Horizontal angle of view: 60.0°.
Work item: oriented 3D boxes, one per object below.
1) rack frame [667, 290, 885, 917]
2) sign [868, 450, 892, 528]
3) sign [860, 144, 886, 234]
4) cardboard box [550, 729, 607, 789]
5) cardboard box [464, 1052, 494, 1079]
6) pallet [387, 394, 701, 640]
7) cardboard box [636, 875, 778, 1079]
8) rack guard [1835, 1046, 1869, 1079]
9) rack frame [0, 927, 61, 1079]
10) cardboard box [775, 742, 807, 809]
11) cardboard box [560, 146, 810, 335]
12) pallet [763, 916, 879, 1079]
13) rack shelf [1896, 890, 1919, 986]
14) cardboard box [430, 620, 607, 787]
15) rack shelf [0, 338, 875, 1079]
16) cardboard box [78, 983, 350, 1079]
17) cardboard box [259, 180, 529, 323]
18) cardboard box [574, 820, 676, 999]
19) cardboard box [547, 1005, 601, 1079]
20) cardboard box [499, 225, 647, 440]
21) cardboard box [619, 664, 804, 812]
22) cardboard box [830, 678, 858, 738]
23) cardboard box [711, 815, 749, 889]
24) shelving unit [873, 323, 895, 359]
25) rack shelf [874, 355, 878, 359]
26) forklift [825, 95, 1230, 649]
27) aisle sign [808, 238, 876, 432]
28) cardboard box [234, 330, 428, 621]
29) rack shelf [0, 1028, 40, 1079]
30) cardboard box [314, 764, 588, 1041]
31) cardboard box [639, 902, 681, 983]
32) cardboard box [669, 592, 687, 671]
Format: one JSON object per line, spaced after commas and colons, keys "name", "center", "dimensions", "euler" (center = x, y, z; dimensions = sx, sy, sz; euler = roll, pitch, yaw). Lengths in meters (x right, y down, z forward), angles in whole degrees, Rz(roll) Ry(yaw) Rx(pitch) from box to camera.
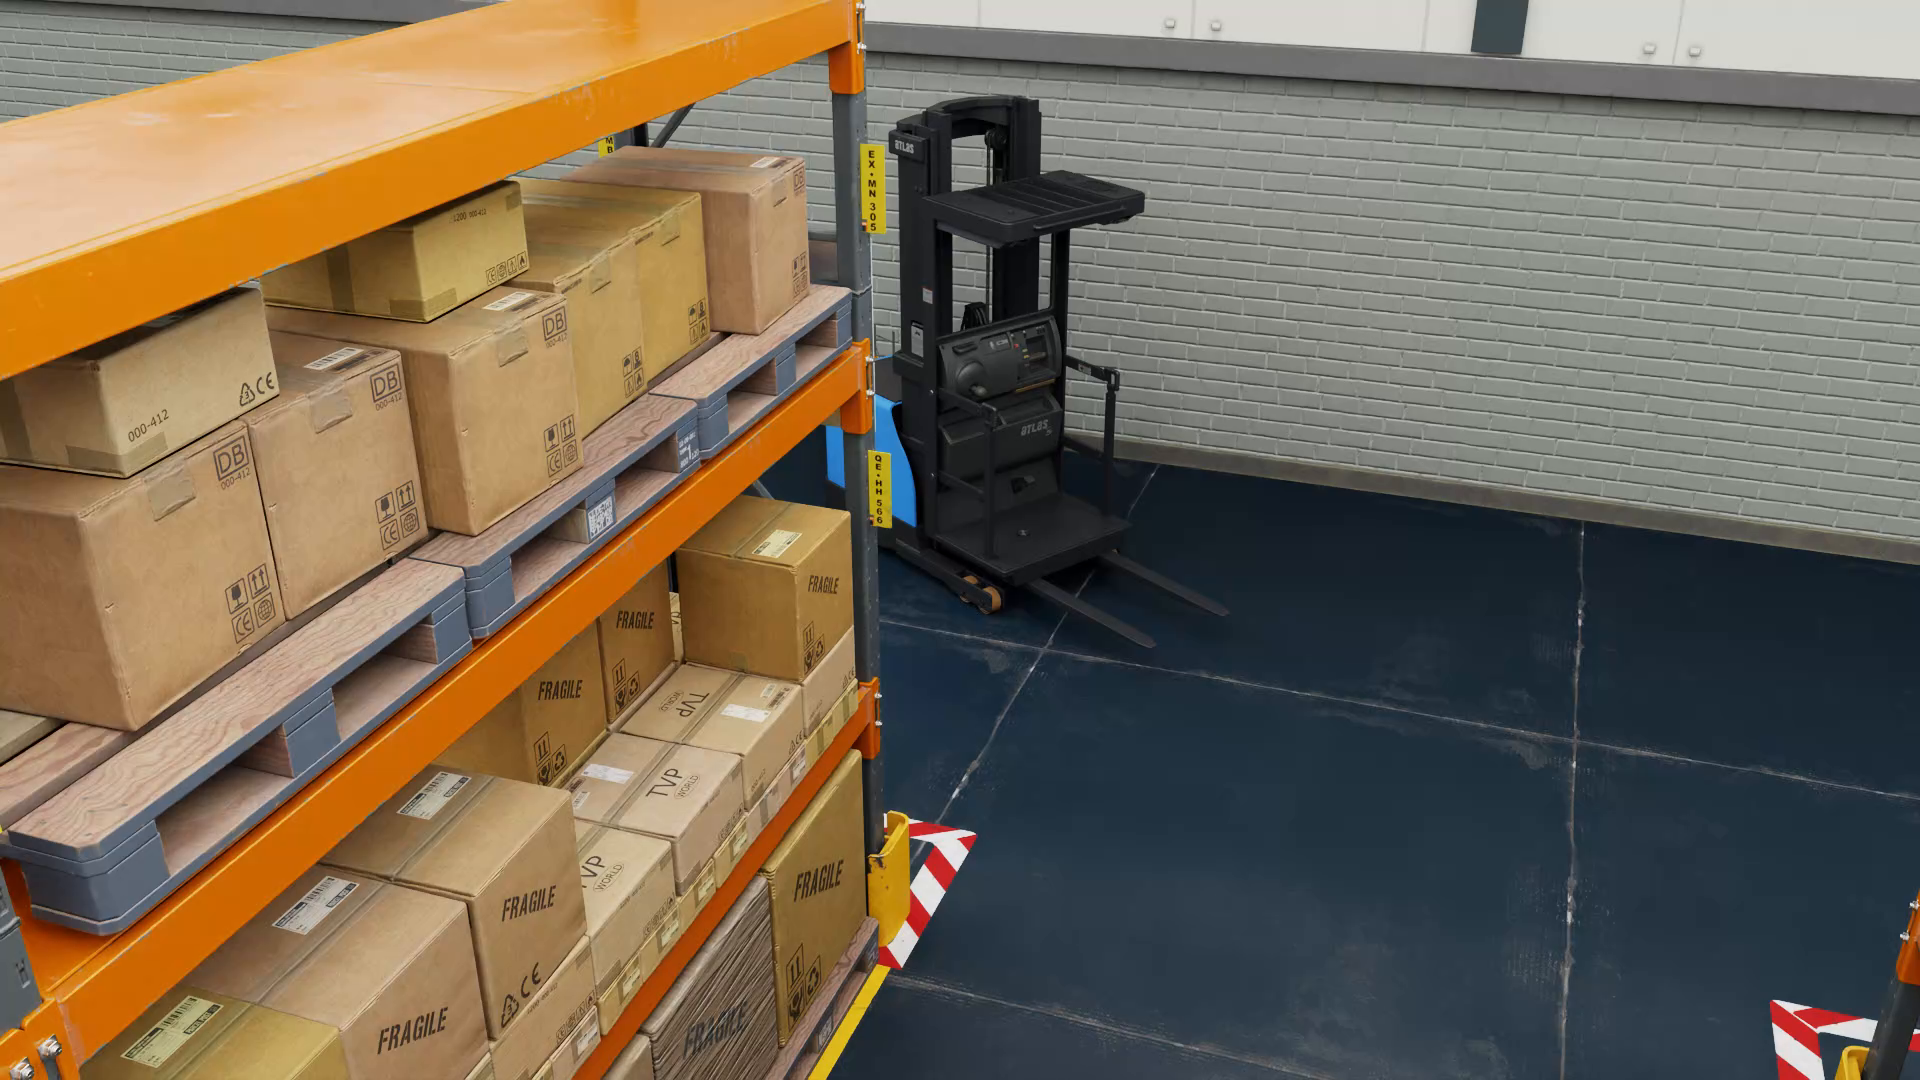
{"name": "rack frame", "center": [-0.828, 0.343, 7.100], "dimensions": [1.000, 3.000, 0.127], "euler": [9, 27, 17]}
{"name": "sign", "center": [-0.321, -0.201, 6.622], "dimensions": [0.100, 0.325, 0.005], "euler": [9, 27, 17]}
{"name": "sign", "center": [-0.321, -1.286, 6.096], "dimensions": [0.100, 0.325, 0.005], "euler": [9, 27, 17]}
{"name": "cardboard box", "center": [-1.580, 0.855, 5.873], "dimensions": [0.500, 0.250, 0.500], "euler": [8, 27, 16]}
{"name": "cardboard box", "center": [-1.586, 1.561, 4.414], "dimensions": [0.500, 0.250, 0.500], "euler": [9, 27, 17]}
{"name": "pallet", "center": [-1.470, -0.158, 4.794], "dimensions": [1.003, 0.211, 1.213], "euler": [9, 27, 17]}
{"name": "cardboard box", "center": [-1.269, 1.759, 6.132], "dimensions": [0.875, 0.875, 0.875], "euler": [9, 27, 17]}
{"name": "rack guard", "center": [3.790, 2.260, 6.009], "dimensions": [1.175, 0.500, 0.348], "euler": [9, 27, 17]}
{"name": "rack frame", "center": [-2.160, 1.987, 3.705], "dimensions": [1.000, 3.000, 0.127], "euler": [9, 27, 17]}
{"name": "cardboard box", "center": [-0.806, 0.860, 6.319], "dimensions": [0.380, 0.149, 0.250], "euler": [9, 27, 18]}
{"name": "cardboard box", "center": [-0.951, -1.065, 5.854], "dimensions": [0.700, 0.500, 0.500], "euler": [7, 27, 14]}
{"name": "pallet", "center": [-1.021, 1.938, 7.006], "dimensions": [1.003, 0.211, 1.213], "euler": [9, 27, 17]}
{"name": "rack shelf", "center": [3.150, 2.249, 3.988], "dimensions": [1.077, 0.370, 4.000], "euler": [9, 27, 17]}
{"name": "cardboard box", "center": [-1.576, 0.516, 5.712], "dimensions": [0.500, 0.500, 0.500], "euler": [8, 27, 16]}
{"name": "rack shelf", "center": [-1.494, 0.138, 4.906], "dimensions": [1.077, 0.370, 4.000], "euler": [9, 27, 17]}
{"name": "cardboard box", "center": [-1.759, 1.423, 3.839], "dimensions": [0.500, 0.500, 0.500], "euler": [9, 27, 17]}
{"name": "cardboard box", "center": [-1.510, -0.795, 4.436], "dimensions": [0.500, 0.250, 0.500], "euler": [8, 27, 16]}
{"name": "cardboard box", "center": [-1.247, 1.146, 5.271], "dimensions": [0.500, 0.250, 0.500], "euler": [9, 27, 18]}
{"name": "cardboard box", "center": [-1.317, 1.494, 5.011], "dimensions": [0.380, 0.149, 0.250], "euler": [9, 27, 18]}
{"name": "cardboard box", "center": [-1.378, -0.632, 4.959], "dimensions": [0.700, 0.500, 0.500], "euler": [7, 27, 14]}
{"name": "cardboard box", "center": [-0.909, 0.722, 6.147], "dimensions": [0.500, 0.250, 0.500], "euler": [8, 27, 17]}
{"name": "cardboard box", "center": [-0.636, 0.650, 6.754], "dimensions": [0.380, 0.149, 0.250], "euler": [9, 27, 18]}
{"name": "cardboard box", "center": [-0.975, 1.070, 5.887], "dimensions": [0.380, 0.149, 0.250], "euler": [8, 27, 16]}
{"name": "shelving unit", "center": [-0.600, -0.912, 11.756], "dimensions": [0.189, 1.200, 0.258], "euler": [-19, 32, -34]}
{"name": "rack shelf", "center": [-0.600, -1.196, 11.619], "dimensions": [0.180, 0.103, 0.258], "euler": [-19, 32, -34]}
{"name": "forklift", "center": [0.391, -1.108, 10.175], "dimensions": [1.130, 2.935, 3.031], "euler": [-19, 32, -34]}
{"name": "aisle sign", "center": [-0.522, -0.813, 6.505], "dimensions": [0.394, 0.787, 0.004], "euler": [9, 27, 17]}
{"name": "cardboard box", "center": [-1.773, -0.193, 4.054], "dimensions": [0.700, 0.500, 0.500], "euler": [10, 28, 20]}
{"name": "rack shelf", "center": [-2.825, 1.782, 1.511], "dimensions": [1.077, 0.370, 4.000], "euler": [9, 27, 17]}
{"name": "cardboard box", "center": [-1.419, 1.007, 4.698], "dimensions": [0.500, 0.500, 0.500], "euler": [8, 27, 16]}
{"name": "cardboard box", "center": [-1.145, 1.278, 5.457], "dimensions": [0.380, 0.149, 0.250], "euler": [9, 27, 18]}
{"name": "cardboard box", "center": [-1.243, 0.434, 6.741], "dimensions": [0.500, 0.250, 0.500], "euler": [8, 27, 16]}
